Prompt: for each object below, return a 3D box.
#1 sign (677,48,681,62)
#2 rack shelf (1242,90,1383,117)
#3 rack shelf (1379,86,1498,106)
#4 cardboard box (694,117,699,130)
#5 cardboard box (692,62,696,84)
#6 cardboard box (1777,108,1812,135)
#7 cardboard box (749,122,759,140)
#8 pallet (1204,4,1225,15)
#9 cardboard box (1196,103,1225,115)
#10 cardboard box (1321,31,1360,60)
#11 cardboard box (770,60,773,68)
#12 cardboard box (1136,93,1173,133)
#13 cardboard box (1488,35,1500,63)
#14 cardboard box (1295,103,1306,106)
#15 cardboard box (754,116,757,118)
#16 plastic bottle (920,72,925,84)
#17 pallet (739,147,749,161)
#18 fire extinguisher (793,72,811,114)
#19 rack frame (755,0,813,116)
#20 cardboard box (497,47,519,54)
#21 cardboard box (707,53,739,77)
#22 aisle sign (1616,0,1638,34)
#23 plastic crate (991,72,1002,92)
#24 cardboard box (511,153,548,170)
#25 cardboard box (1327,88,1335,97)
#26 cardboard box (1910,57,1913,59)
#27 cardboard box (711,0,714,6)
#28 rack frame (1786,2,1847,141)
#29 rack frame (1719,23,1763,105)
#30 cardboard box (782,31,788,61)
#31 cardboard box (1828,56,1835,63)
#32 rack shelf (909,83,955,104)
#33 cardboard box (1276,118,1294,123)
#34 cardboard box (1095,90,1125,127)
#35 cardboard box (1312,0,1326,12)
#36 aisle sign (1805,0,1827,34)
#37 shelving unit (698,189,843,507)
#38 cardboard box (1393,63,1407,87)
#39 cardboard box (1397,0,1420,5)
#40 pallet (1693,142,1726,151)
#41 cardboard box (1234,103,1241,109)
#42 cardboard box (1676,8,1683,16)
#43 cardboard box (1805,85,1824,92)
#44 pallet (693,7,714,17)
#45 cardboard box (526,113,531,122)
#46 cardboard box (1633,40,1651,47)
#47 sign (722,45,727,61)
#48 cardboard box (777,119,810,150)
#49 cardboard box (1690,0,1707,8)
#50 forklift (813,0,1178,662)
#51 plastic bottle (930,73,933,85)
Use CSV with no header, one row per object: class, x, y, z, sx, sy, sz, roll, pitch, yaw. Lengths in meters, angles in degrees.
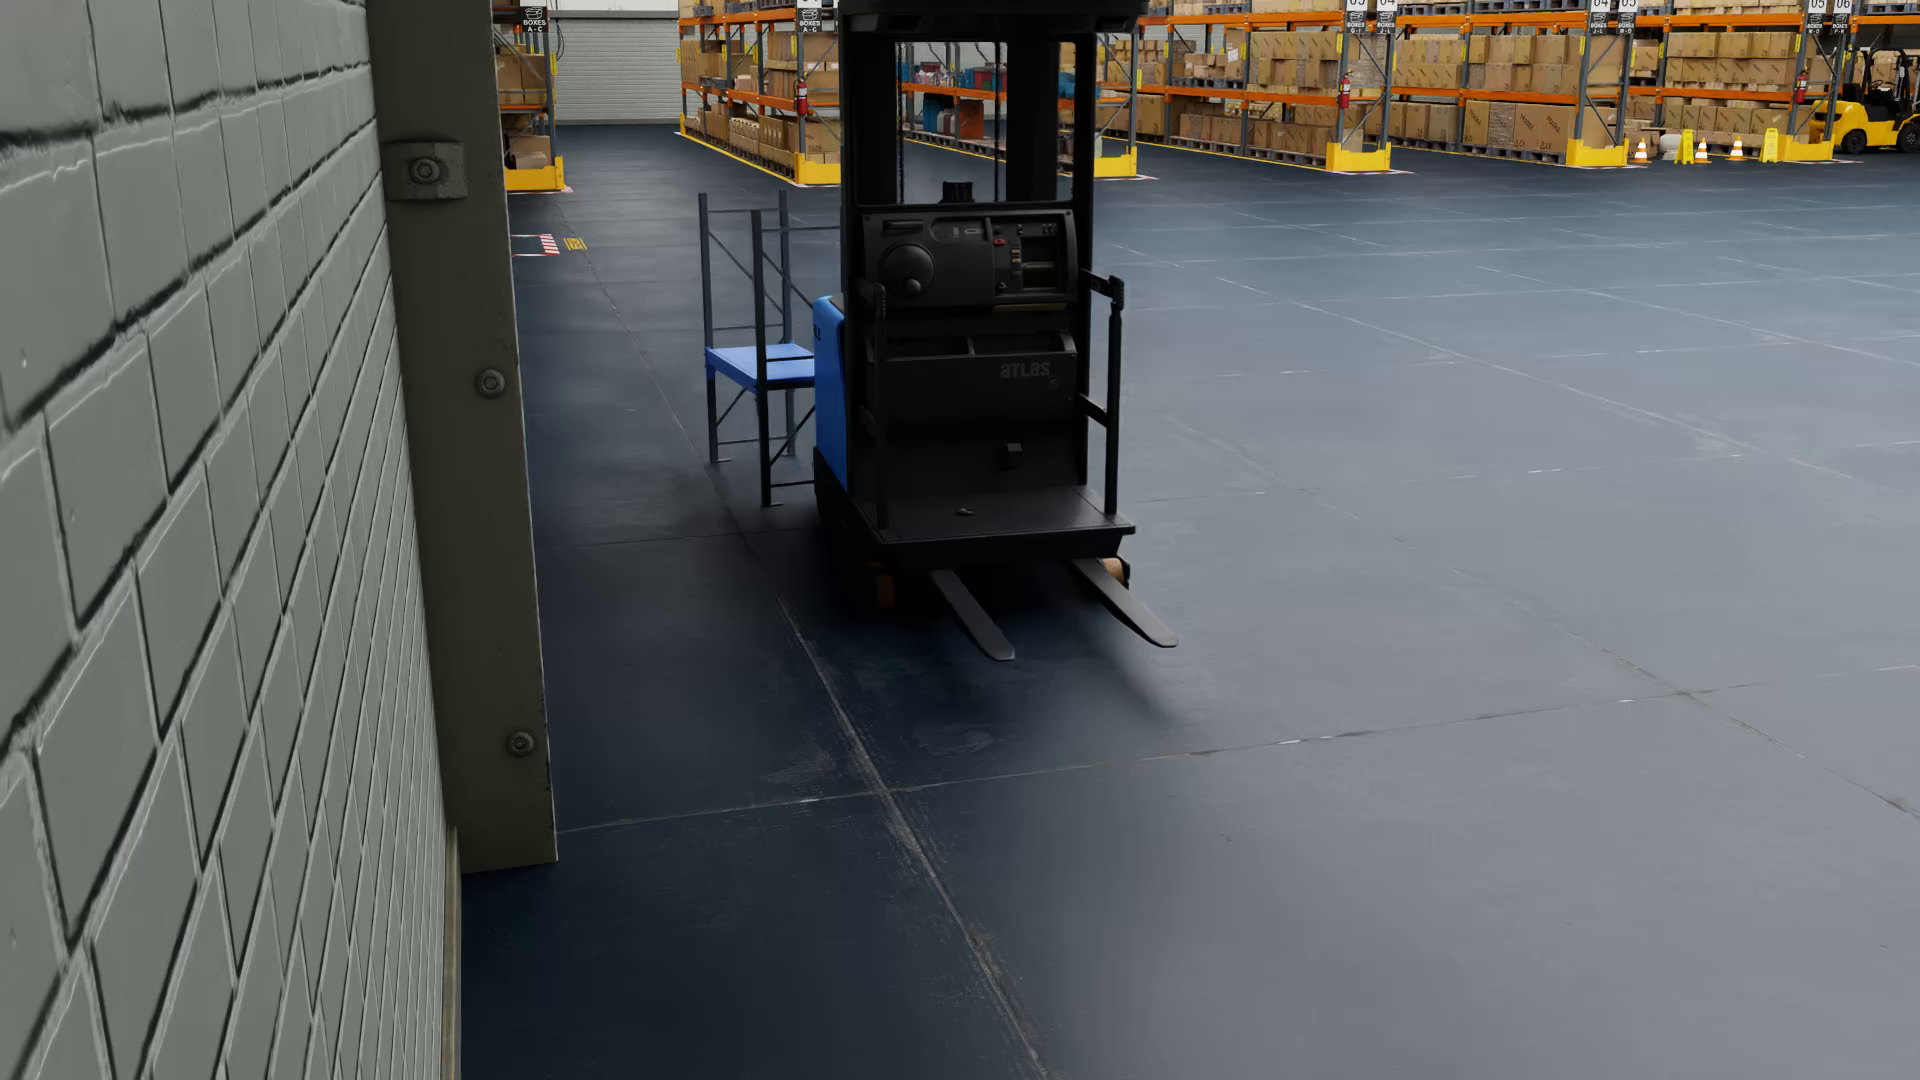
sign,-7.101,-12.247,42.006,0.100,0.325,0.005,-5,17,-15
rack shelf,6.794,-8.441,32.089,1.077,0.370,4.000,-5,17,-15
rack shelf,10.491,-9.911,36.985,1.077,0.370,4.000,-5,17,-15
cardboard box,-6.116,-10.035,40.054,0.500,0.311,0.500,-5,17,-15
cardboard box,-6.151,-11.220,39.915,0.500,0.500,0.500,-4,17,-14
cardboard box,16.909,-8.511,33.817,0.500,0.500,0.500,-5,18,-17
cardboard box,-3.818,-7.942,32.253,0.500,0.311,0.500,-4,17,-14
pallet,5.889,-11.151,34.973,1.213,0.211,1.003,-5,17,-15
cardboard box,5.513,-9.489,36.604,0.500,0.250,0.500,-3,17,-9
cardboard box,6.955,-9.034,30.384,0.500,0.500,0.500,-5,17,-15
cardboard box,-3.252,-8.685,30.349,0.380,0.149,0.250,-5,17,-17
cardboard box,4.738,-10.068,39.220,1.225,0.875,0.875,-5,17,-15
cardboard box,11.372,-10.044,34.038,0.875,0.550,0.550,-5,17,-15
cardboard box,8.791,-11.054,41.848,0.500,0.250,0.500,-5,18,-18
cardboard box,-4.231,-8.825,35.697,0.500,0.500,0.500,-4,17,-13
plastic bottle,-0.855,-10.841,39.045,0.152,0.276,0.135,-5,17,-15
pallet,-3.861,-7.760,33.418,1.003,0.211,1.213,-5,17,-15
fire extinguisher,-2.597,-7.344,27.320,0.296,0.674,0.183,-5,17,-15
rack frame,-3.282,-8.556,31.223,1.000,3.000,0.127,-5,17,-15
cardboard box,-8.917,-9.659,32.826,0.380,0.149,0.250,-8,18,-24
cardboard box,-5.315,-10.684,37.404,0.700,0.500,0.500,-2,17,-6
aisle sign,12.448,-9.846,30.996,0.394,0.787,0.004,-5,17,-15
plastic crate,0.880,-9.220,33.460,0.392,0.384,0.575,-5,17,-15
cardboard box,-7.048,-6.179,27.217,0.500,0.311,0.500,-7,18,-22
cardboard box,6.998,-8.244,30.618,0.380,0.149,0.250,-5,17,-15
cardboard box,20.703,-10.409,36.089,0.380,0.149,0.250,-5,18,-17
cardboard box,-5.207,-12.175,36.977,0.600,0.600,0.600,-5,17,-16
rack frame,16.872,-9.016,32.752,1.000,3.000,0.127,-5,17,-15
rack frame,19.445,-11.622,41.429,1.000,3.000,0.127,-5,17,-15
cardboard box,-2.740,-8.687,29.229,0.700,0.500,0.500,-5,17,-15
cardboard box,20.148,-11.021,38.127,0.380,0.149,0.250,-5,17,-16
rack shelf,-0.167,-10.262,38.152,1.077,0.370,4.000,-5,17,-15
cardboard box,8.407,-10.833,43.027,0.380,0.149,0.250,-4,17,-15
cardboard box,3.941,-10.924,42.068,0.875,0.875,0.875,-5,17,-15
cardboard box,6.827,-9.848,30.570,0.500,0.250,0.500,-5,17,-15
aisle sign,16.610,-10.221,32.245,0.394,0.787,0.004,-5,17,-15
shelving unit,-0.983,-1.053,8.849,0.538,1.500,1.048,-7,18,-22
cardboard box,10.086,-10.432,37.292,0.500,0.500,0.500,-5,17,-15
cardboard box,10.067,-12.067,37.052,0.500,0.250,0.500,-4,17,-14
pallet,15.991,-8.604,36.227,1.003,0.211,1.213,-5,17,-15
cardboard box,7.698,-11.824,45.294,0.380,0.149,0.250,-5,17,-15
cardboard box,15.621,-11.332,35.685,0.380,0.149,0.250,-5,17,-16
cardboard box,16.977,-9.006,33.155,0.380,0.149,0.250,-5,17,-15
pallet,-5.369,-11.930,37.567,1.213,0.211,1.003,-5,17,-15
cardboard box,-9.219,-8.656,34.560,0.750,0.750,0.750,-5,17,-16
cardboard box,15.227,-11.124,37.221,0.380,0.149,0.250,-5,17,-17
sign,-4.900,-10.134,34.600,0.100,0.325,0.005,-5,17,-15
cardboard box,-2.905,-7.094,29.100,0.500,0.500,0.500,-5,17,-15
cardboard box,15.781,-11.344,35.033,0.500,0.250,0.500,-5,17,-16
forklift,0.098,-1.216,6.907,1.130,2.935,3.031,-4,17,-13
plastic bottle,-0.632,-10.586,38.202,0.097,0.271,0.097,0,17,0
